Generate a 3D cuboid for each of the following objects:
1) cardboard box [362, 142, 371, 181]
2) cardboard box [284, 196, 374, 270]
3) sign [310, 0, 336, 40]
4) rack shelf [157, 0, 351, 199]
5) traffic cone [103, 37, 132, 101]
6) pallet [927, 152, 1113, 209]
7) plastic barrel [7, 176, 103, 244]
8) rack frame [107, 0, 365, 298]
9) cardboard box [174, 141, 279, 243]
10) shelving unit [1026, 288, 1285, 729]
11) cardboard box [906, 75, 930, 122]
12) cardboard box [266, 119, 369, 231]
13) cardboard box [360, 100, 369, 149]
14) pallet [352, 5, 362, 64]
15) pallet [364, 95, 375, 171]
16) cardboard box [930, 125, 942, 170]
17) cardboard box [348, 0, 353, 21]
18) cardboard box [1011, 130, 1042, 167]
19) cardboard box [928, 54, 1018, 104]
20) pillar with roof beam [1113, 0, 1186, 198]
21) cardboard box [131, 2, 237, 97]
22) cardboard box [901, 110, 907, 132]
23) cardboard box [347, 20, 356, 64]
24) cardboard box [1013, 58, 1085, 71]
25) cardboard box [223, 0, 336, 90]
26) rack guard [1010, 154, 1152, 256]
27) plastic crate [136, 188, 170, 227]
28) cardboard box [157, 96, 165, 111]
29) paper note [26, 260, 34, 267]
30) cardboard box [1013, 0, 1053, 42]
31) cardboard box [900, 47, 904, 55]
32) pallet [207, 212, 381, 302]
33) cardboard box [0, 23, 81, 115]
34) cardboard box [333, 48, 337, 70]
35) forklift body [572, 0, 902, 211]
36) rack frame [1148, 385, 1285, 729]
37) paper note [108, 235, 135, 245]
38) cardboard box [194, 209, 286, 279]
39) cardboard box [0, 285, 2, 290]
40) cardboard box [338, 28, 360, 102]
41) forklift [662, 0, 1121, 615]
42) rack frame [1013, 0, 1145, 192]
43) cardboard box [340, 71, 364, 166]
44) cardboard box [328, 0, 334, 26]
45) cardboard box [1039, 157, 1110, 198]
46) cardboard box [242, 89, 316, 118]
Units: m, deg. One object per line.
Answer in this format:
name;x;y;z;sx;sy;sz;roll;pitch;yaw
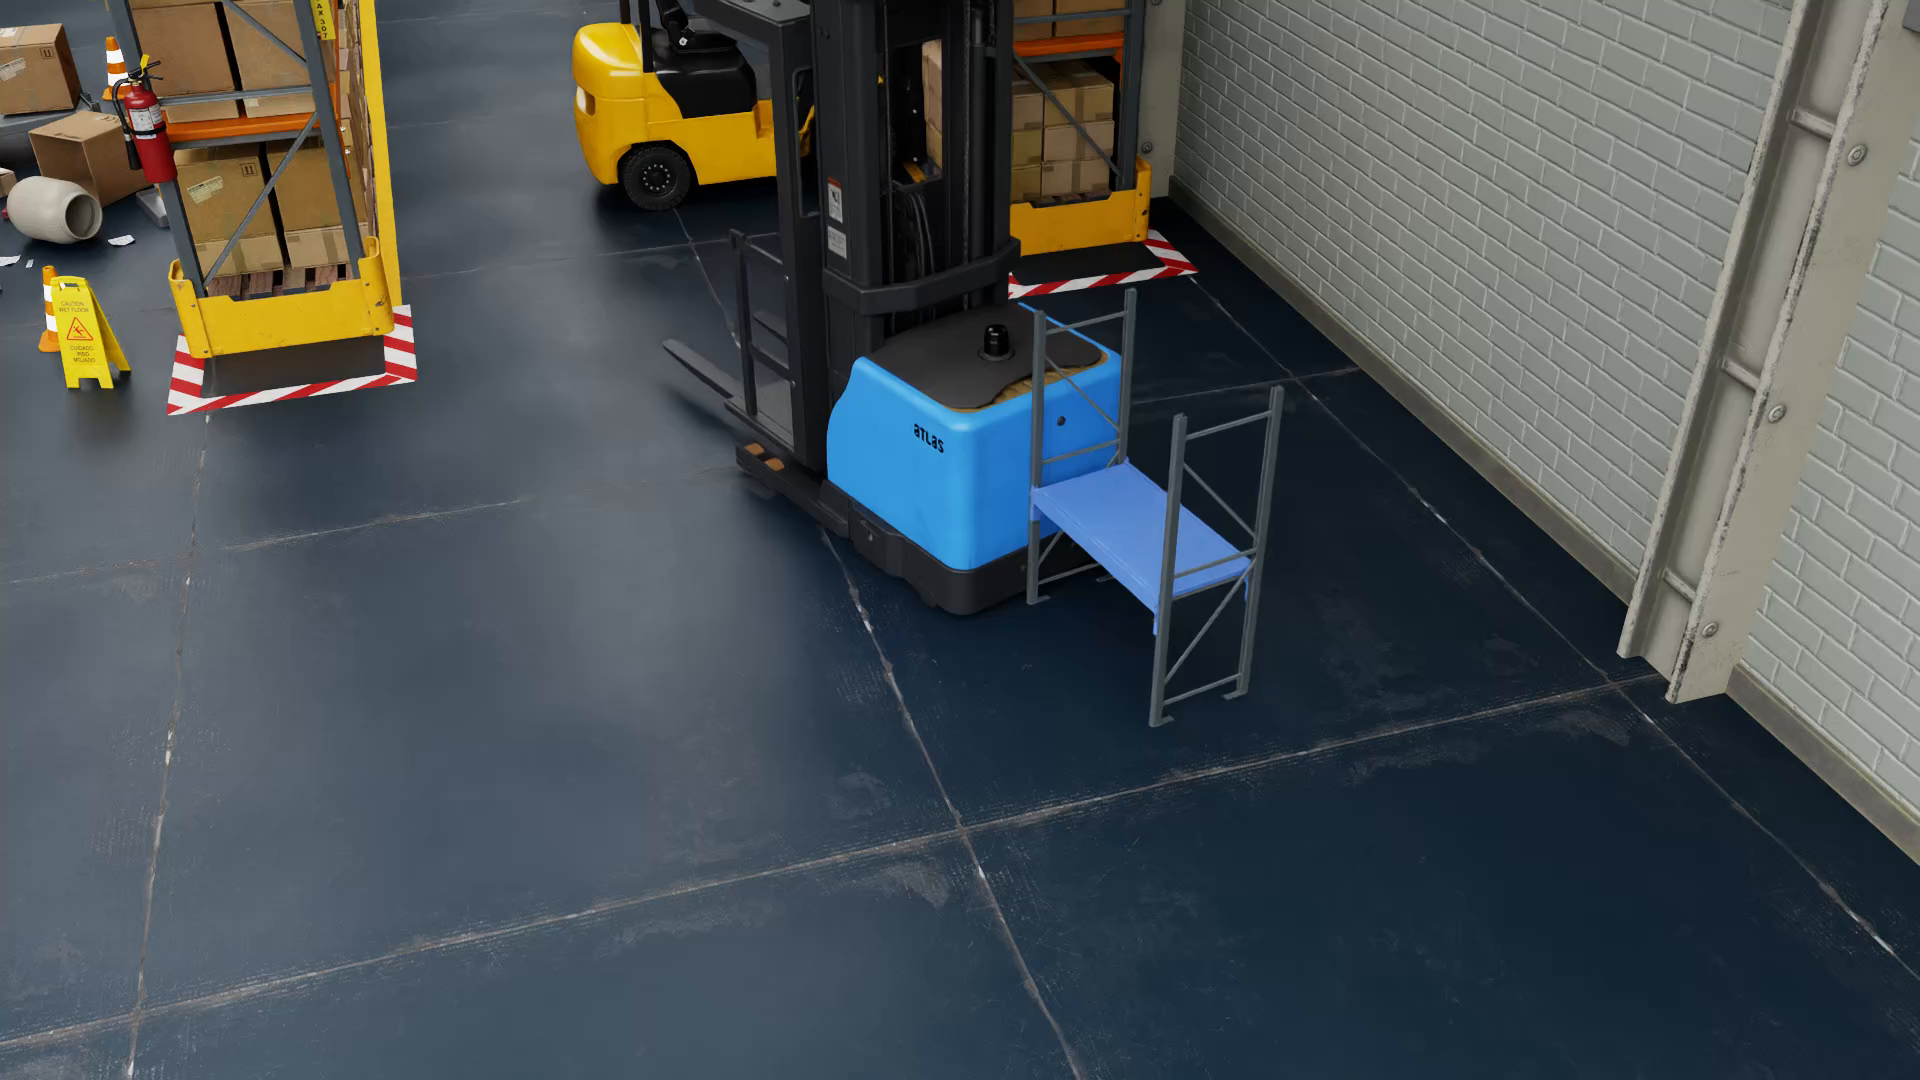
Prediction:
cardboard box;-4.351;-2.521;11.457;0.500;0.250;0.500;-8;34;-12
cardboard box;-4.024;-1.967;10.619;0.500;0.250;0.500;-10;35;-15
sign;-3.525;-2.922;9.165;0.100;0.325;0.005;-10;35;-15
rack shelf;-4.652;-3.219;11.053;1.077;0.370;4.000;-10;35;-15
traffic cone;-6.973;-3.926;13.772;0.336;0.463;0.334;-10;35;-15
pallet;0.411;-2.537;11.898;1.003;0.211;1.213;-10;35;-15
plastic barrel;-6.113;-2.224;11.232;0.512;0.421;0.421;13;36;18
rack frame;-4.042;-2.469;9.266;1.000;3.000;0.127;-10;35;-15
cardboard box;-4.534;-2.187;10.271;0.500;0.500;0.500;-10;35;-14
shelving unit;0.783;-0.146;7.110;0.538;1.500;1.048;-17;37;-24
cardboard box;-0.082;-3.278;12.150;0.500;0.250;0.500;-11;35;-16
cardboard box;-4.032;-2.292;10.431;0.500;0.500;0.500;-11;35;-16
cardboard box;-4.653;-3.054;12.264;0.500;0.250;0.500;-11;35;-16
pallet;-5.876;-4.456;14.802;1.003;0.211;1.213;-10;35;-15
pallet;-5.023;-3.059;12.688;1.003;0.211;1.213;-10;35;-15
cardboard box;0.098;-2.790;11.865;0.500;0.250;0.500;-10;35;-15
cardboard box;-5.860;-4.665;14.591;0.950;0.372;0.625;-9;34;-13
cardboard box;0.238;-2.745;11.344;0.500;0.250;0.500;-10;35;-15
cardboard box;0.086;-3.207;11.589;0.500;0.250;0.500;-9;35;-14
pillar with roof beam;-2.769;-5.602;8.565;9.100;9.000;0.400;-10;35;-15
cardboard box;-4.469;-2.874;9.517;0.500;0.500;0.500;-11;35;-16
cardboard box;-0.226;-3.323;12.671;0.500;0.250;0.500;-9;34;-13
cardboard box;-5.424;-3.923;13.469;0.950;0.372;0.625;-10;35;-14
cardboard box;0.562;-3.297;11.725;0.500;0.250;0.500;-10;35;-15
cardboard box;-3.922;-2.930;9.603;0.500;0.500;0.500;-11;35;-15
rack guard;0.692;-2.250;11.202;1.175;0.500;0.348;-10;35;-15
plastic crate;-5.564;-2.389;11.793;0.402;0.080;0.583;-23;40;-31
cardboard box;-4.542;-2.639;9.751;0.380;0.149;0.250;-10;35;-15
paper note;-6.160;-1.832;11.013;0.032;0.001;0.123;-10;35;-15
cardboard box;0.284;-3.562;10.829;0.500;0.500;0.500;-11;35;-16
cardboard box;-0.225;-3.738;12.392;0.500;0.250;0.500;-11;35;-16
pallet;-4.279;-1.778;10.749;1.003;0.211;1.213;-10;35;-15
cardboard box;-6.948;-3.527;12.447;0.500;0.500;0.500;-10;35;-15
cardboard box;-4.076;-3.002;10.299;0.380;0.149;0.250;-9;35;-14
forklift body;-1.631;-3.640;11.808;2.313;2.155;1.214;-10;35;-15
rack frame;1.027;0.100;6.738;0.500;1.500;0.032;-17;37;-24
paper note;-5.705;-2.043;11.314;0.142;0.019;0.148;-23;40;-31
cardboard box;-4.552;-1.889;10.501;0.500;0.250;0.500;-10;35;-15
cardboard box;-6.365;-1.628;10.578;0.380;0.149;0.250;7;34;10
cardboard box;-4.669;-3.378;12.074;0.500;0.500;0.500;-9;35;-14
forklift;-0.523;-1.631;8.060;1.130;2.935;3.031;-23;40;-31
rack frame;0.684;-3.306;10.532;1.000;3.000;0.127;-10;35;-15
cardboard box;-4.341;-2.831;11.246;0.500;0.500;0.500;-9;35;-14
cardboard box;-4.240;-3.469;10.418;0.500;0.500;0.500;-11;35;-16
cardboard box;0.721;-2.625;11.614;0.500;0.250;0.500;-10;35;-15
cardboard box;-3.948;-2.577;9.658;0.380;0.149;0.250;-10;35;-15
